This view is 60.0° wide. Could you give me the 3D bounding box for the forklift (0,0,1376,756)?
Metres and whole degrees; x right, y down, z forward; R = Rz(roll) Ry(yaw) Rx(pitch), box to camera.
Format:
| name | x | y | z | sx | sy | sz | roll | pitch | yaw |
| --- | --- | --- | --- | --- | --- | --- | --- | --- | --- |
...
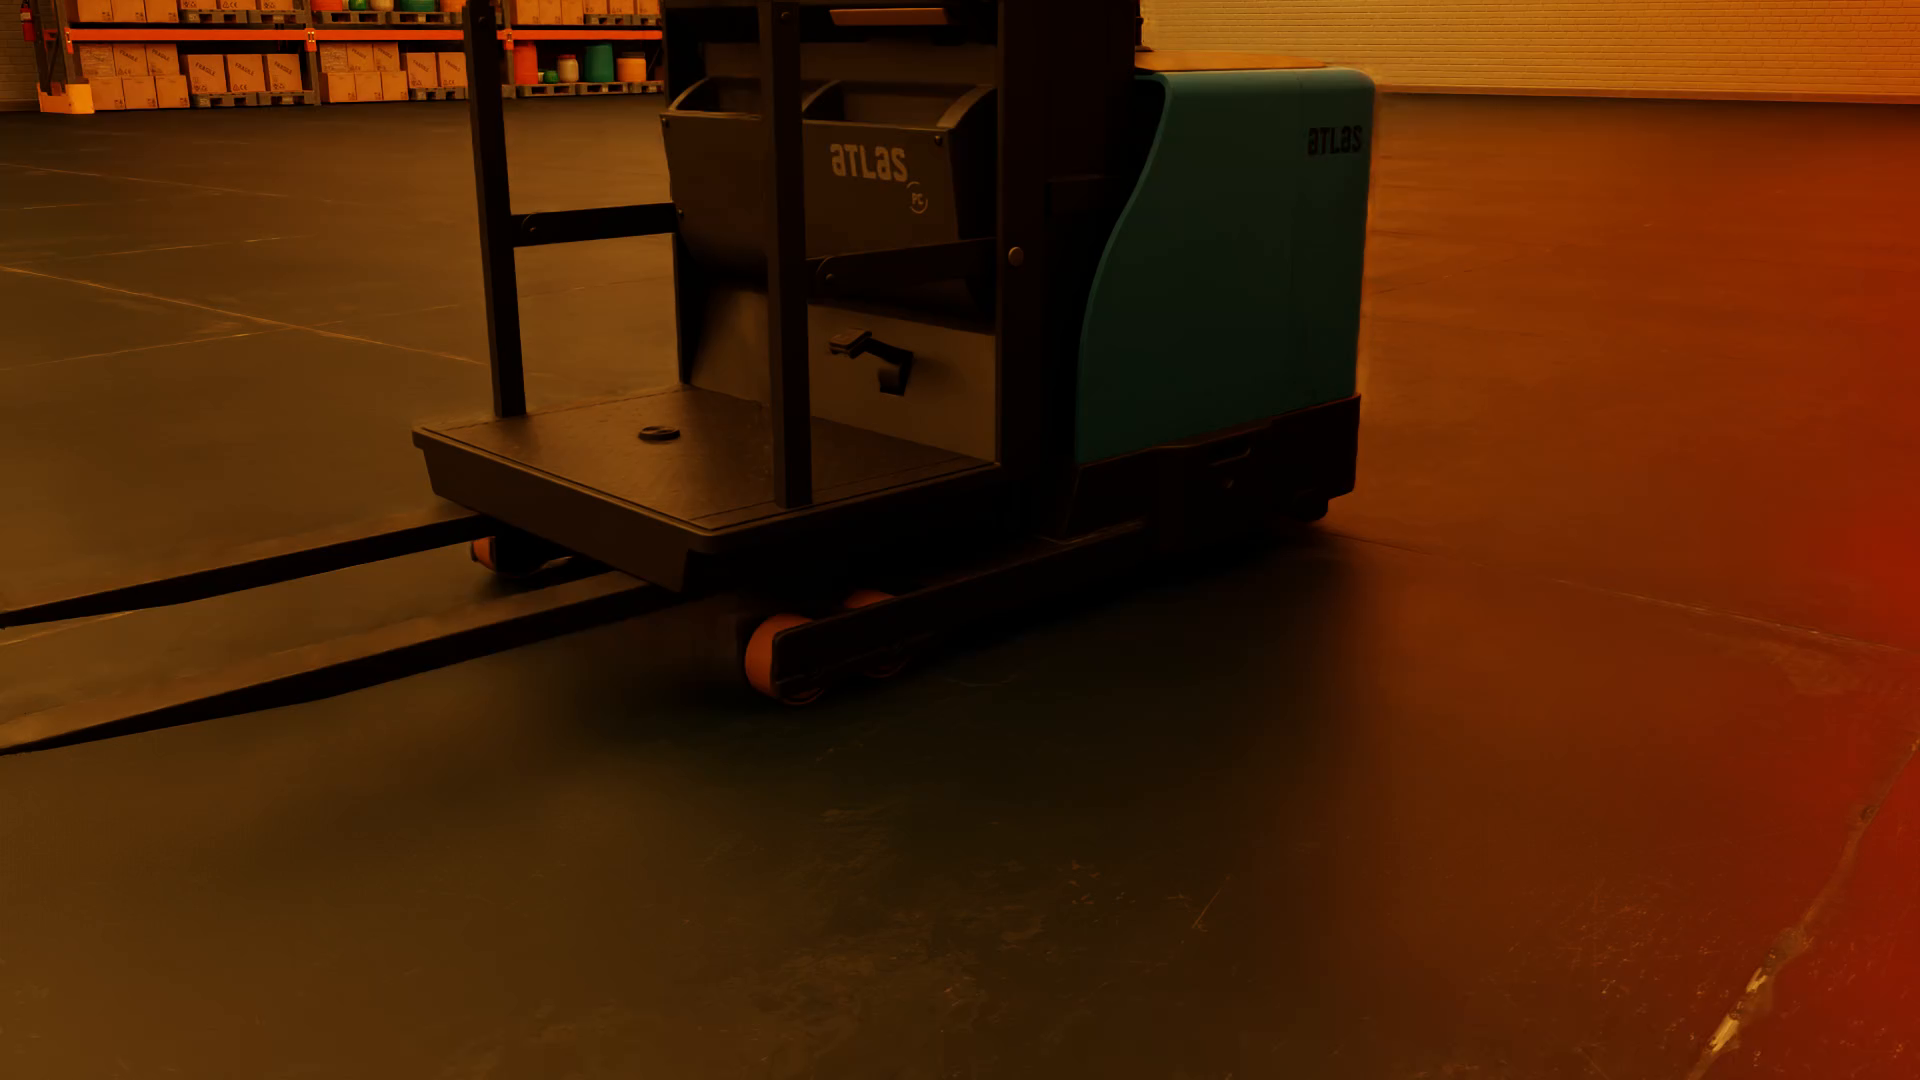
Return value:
| name | x | y | z | sx | sy | sz | roll | pitch | yaw |
| --- | --- | --- | --- | --- | --- | --- | --- | --- | --- |
| forklift | -0.438 | -1.275 | 3.098 | 3.031 | 2.935 | 1.130 | -15 | 23 | -41 |
